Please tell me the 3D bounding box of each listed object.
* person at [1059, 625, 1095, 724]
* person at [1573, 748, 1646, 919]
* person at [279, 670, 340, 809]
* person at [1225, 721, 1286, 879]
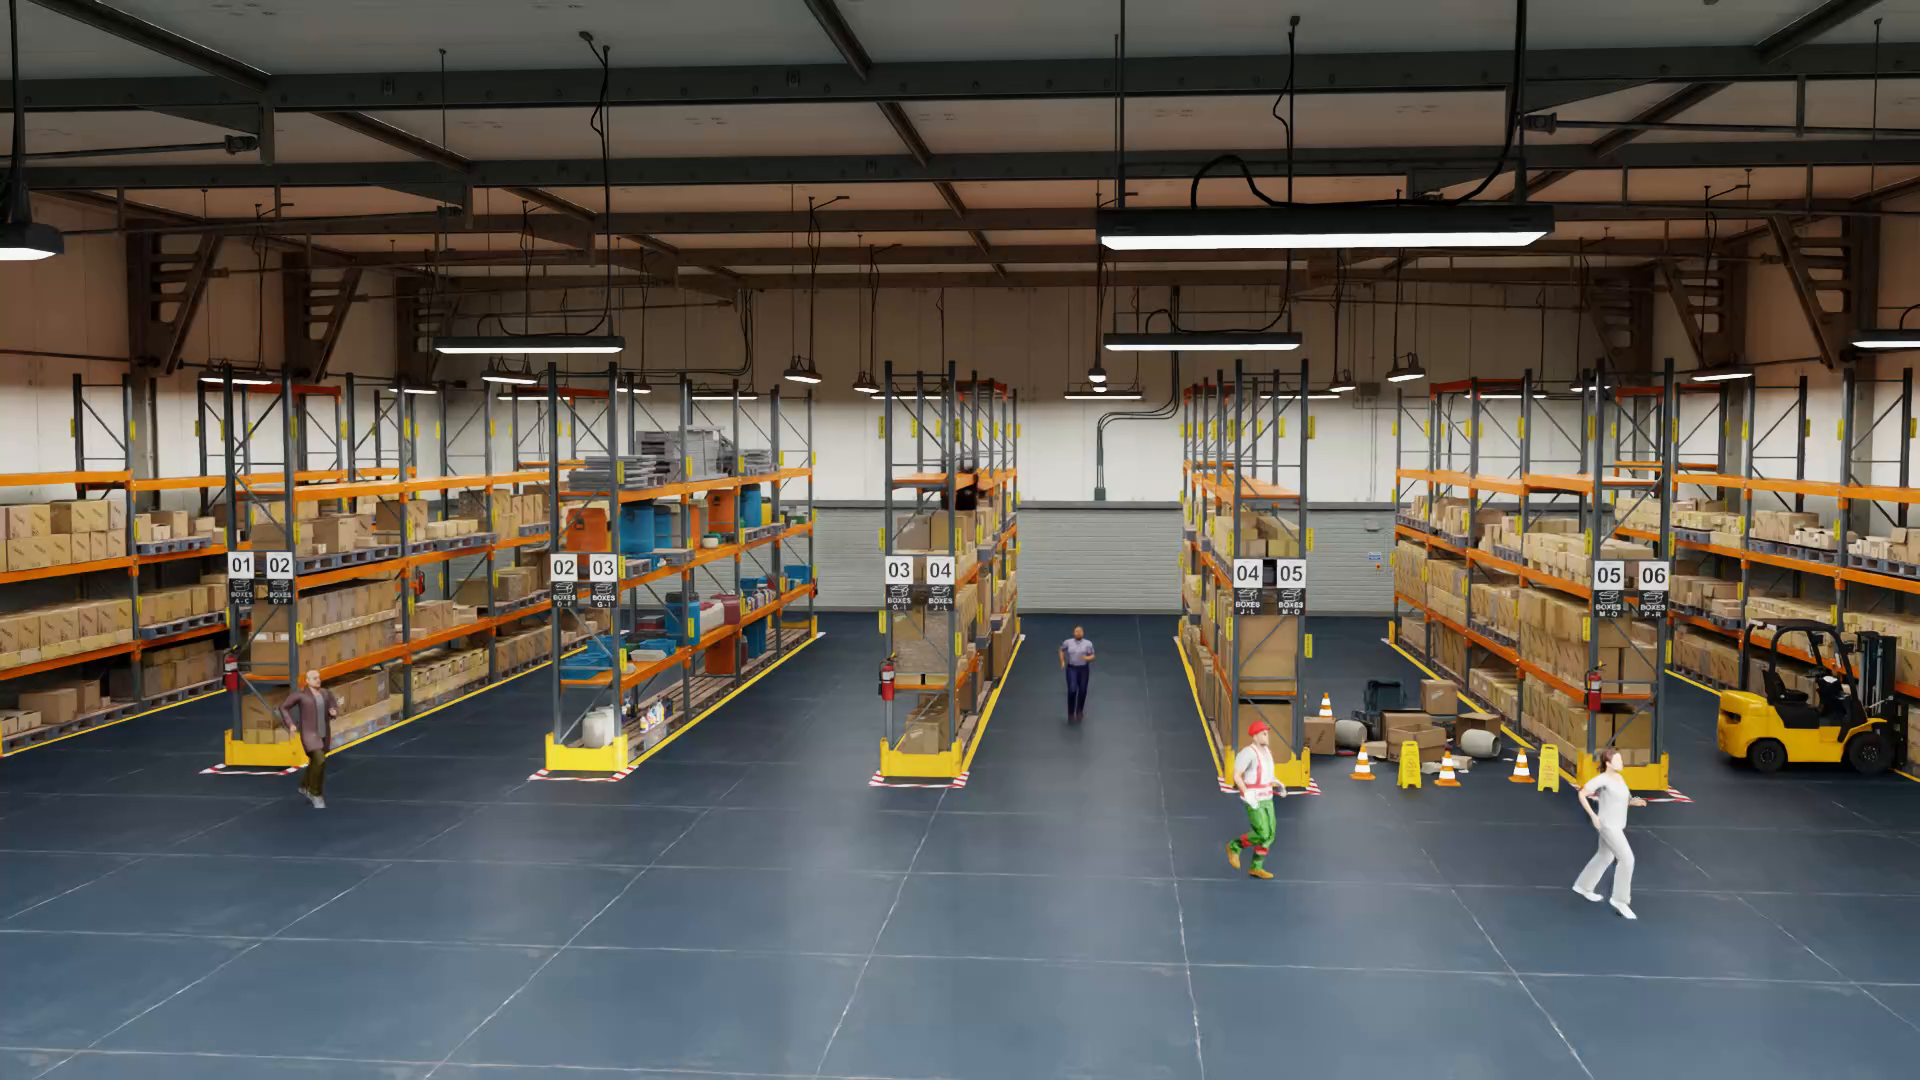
[{"bbox_3d":[2.023,2.309,28.611,0.577,1.694,0.706,0,4,-4],"label":"person"},{"bbox_3d":[6.752,3.027,17.315,0.763,1.729,0.538,3,5,42],"label":"person"},{"bbox_3d":[-8.621,2.614,22.210,0.834,1.758,0.671,2,4,30],"label":"person"},{"bbox_3d":[3.314,2.902,18.695,0.593,1.756,0.678,3,5,41],"label":"person"}]
